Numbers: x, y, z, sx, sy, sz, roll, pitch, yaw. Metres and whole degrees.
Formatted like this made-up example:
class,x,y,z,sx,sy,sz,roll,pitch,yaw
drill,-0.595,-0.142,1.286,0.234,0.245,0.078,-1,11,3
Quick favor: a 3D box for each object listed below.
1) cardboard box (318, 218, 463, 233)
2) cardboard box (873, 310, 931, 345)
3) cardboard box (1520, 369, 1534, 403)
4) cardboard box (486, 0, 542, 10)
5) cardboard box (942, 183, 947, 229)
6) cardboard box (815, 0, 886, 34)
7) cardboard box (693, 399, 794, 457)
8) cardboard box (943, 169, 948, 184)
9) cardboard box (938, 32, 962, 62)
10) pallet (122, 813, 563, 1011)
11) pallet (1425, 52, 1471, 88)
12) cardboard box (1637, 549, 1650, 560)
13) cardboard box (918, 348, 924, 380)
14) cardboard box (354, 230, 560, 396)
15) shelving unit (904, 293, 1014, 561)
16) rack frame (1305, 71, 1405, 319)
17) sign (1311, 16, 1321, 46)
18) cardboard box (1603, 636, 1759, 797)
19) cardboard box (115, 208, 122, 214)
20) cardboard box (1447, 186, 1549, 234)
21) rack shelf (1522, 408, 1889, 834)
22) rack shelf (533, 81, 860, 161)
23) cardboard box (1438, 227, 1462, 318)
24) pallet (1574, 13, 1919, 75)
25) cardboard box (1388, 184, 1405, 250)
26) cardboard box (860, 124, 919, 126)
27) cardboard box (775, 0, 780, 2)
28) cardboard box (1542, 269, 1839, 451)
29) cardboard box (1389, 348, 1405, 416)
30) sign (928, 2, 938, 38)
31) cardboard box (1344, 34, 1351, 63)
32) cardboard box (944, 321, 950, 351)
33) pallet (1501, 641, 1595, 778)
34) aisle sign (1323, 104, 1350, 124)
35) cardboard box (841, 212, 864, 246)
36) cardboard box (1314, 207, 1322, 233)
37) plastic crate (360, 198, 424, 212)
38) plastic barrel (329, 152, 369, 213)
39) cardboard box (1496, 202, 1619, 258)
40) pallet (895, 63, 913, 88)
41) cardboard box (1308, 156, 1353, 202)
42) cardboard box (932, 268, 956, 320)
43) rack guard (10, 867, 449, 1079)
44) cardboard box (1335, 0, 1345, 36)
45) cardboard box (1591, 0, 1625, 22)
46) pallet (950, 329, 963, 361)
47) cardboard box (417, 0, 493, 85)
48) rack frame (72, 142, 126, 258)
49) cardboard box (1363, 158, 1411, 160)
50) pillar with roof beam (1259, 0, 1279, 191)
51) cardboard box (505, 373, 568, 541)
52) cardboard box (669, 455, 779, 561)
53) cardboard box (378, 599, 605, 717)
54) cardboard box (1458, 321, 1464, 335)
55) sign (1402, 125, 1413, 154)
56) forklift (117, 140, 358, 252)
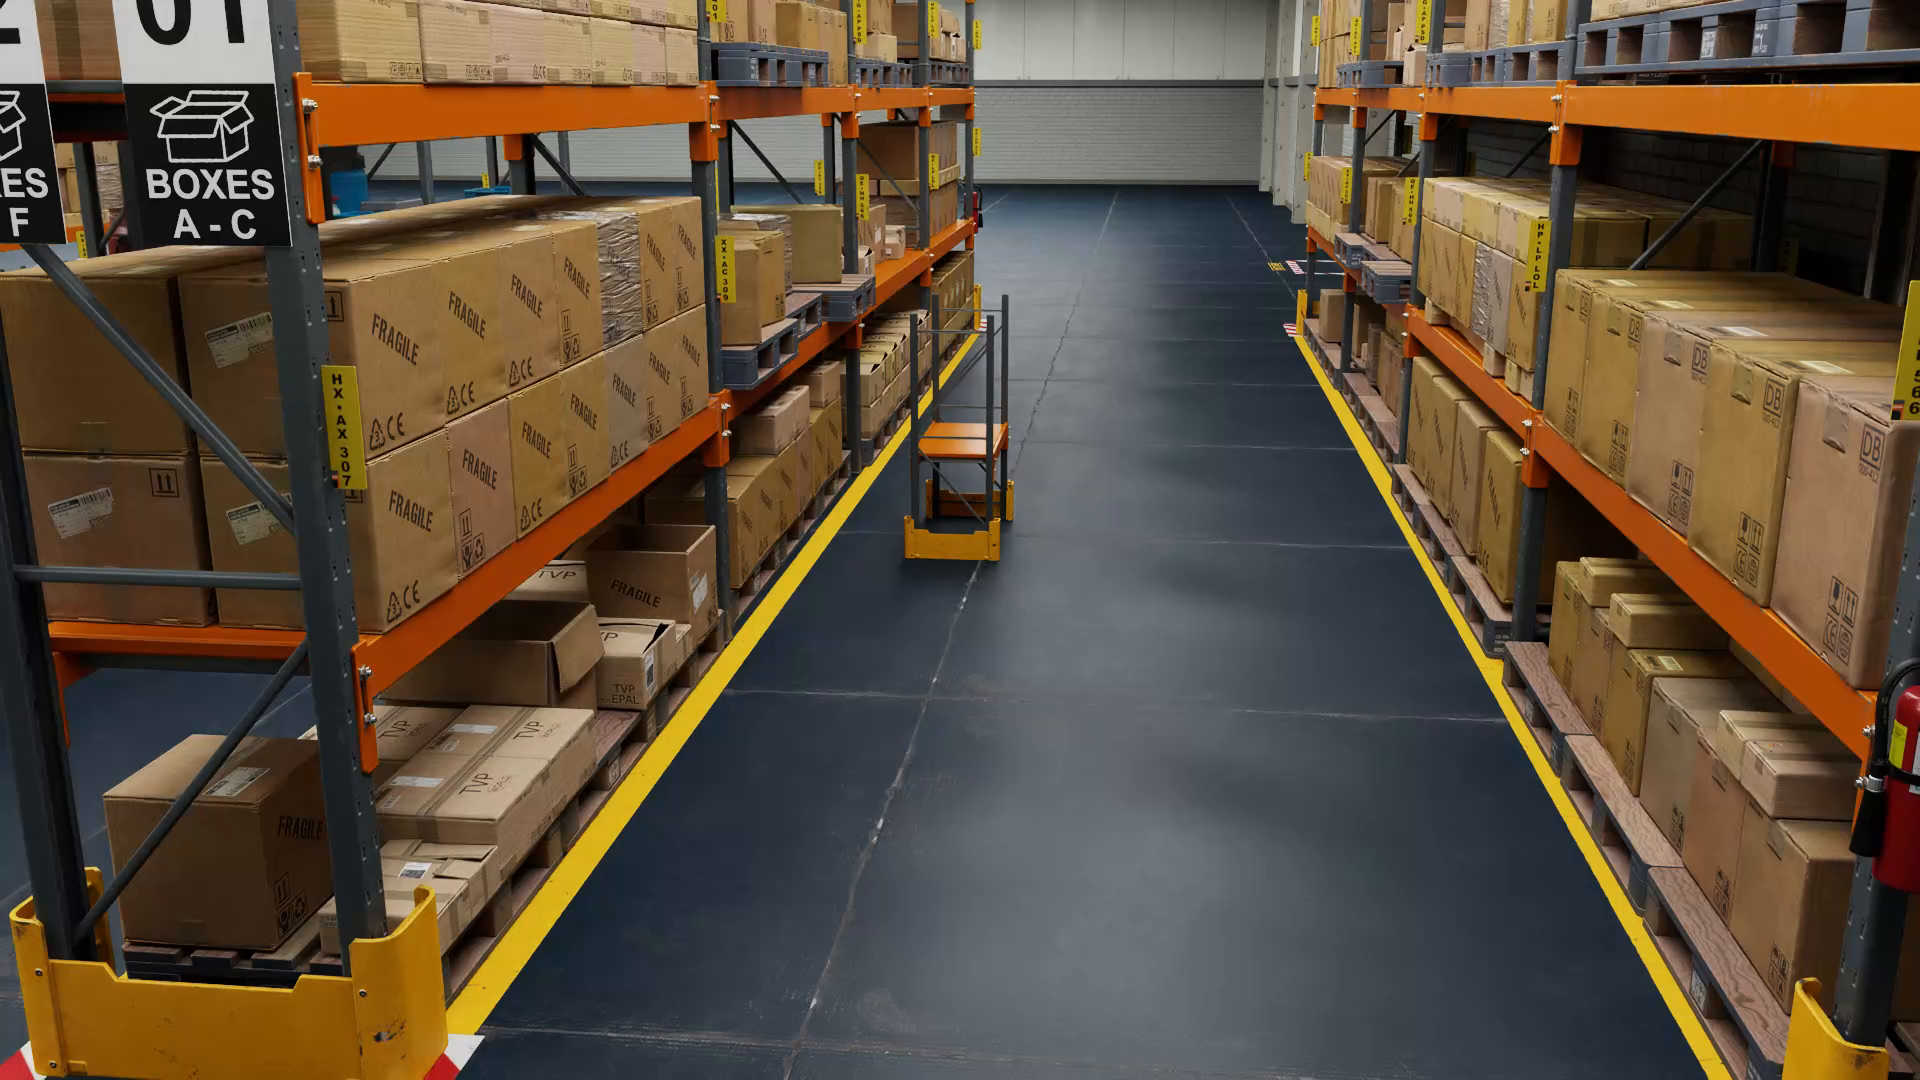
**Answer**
class,x,y,z,sx,sy,sz,roll,pitch,yaw
cardboard box,-2.203,-0.943,6.296,0.500,0.500,0.500,2,15,8
cardboard box,-0.555,-2.035,15.829,0.500,0.311,0.500,2,15,6
cardboard box,2.983,-0.767,8.194,0.380,0.149,0.250,2,15,7
cardboard box,-1.718,-1.892,5.494,0.500,0.250,0.500,2,15,6
cardboard box,-0.524,-3.702,18.415,0.700,0.500,0.500,2,15,7
cardboard box,-0.944,-4.635,14.357,0.500,0.500,0.500,3,15,12
cardboard box,-1.287,-0.673,9.912,0.500,0.250,0.500,2,15,6
cardboard box,-0.341,-3.960,18.127,0.380,0.149,0.250,2,15,8
cardboard box,-0.273,-5.264,17.735,0.500,0.311,0.500,4,16,13
pallet,-2.050,1.230,5.709,1.003,0.211,1.213,2,15,6
pallet,3.657,-3.008,10.655,1.213,0.211,1.003,2,15,9
cardboard box,3.253,0.068,7.406,0.380,0.149,0.250,2,15,6
cardboard box,-0.612,-1.630,15.408,0.500,0.250,0.500,1,15,5
cardboard box,-1.723,-0.793,5.743,0.500,0.500,0.500,2,15,7
shelving unit,0.009,-0.744,10.539,0.587,1.500,1.083,2,15,6
rack frame,4.580,-3.895,19.318,1.000,3.000,0.127,2,15,6
sign,4.041,-5.780,18.872,0.100,0.325,0.005,2,15,6
cardboard box,2.919,0.676,6.400,0.700,0.500,0.500,2,15,8
cardboard box,-10.131,-3.872,19.715,0.380,0.149,0.250,2,15,6
cardboard box,3.257,-2.004,10.090,0.500,0.250,0.500,2,15,7
rack shelf,3.000,0.084,5.984,1.077,0.370,4.000,2,15,6
rack shelf,-1.471,-2.547,9.965,1.077,0.370,4.000,2,15,6
cardboard box,3.243,-1.639,10.175,0.500,0.500,0.500,2,15,6
pallet,3.123,-1.976,6.645,1.003,0.211,1.213,2,15,6
cardboard box,3.924,-2.670,13.757,0.700,0.500,0.500,4,16,14
cardboard box,-0.694,-3.923,16.746,0.700,0.500,0.500,2,15,6
cardboard box,-1.416,-3.566,10.250,0.500,0.500,0.500,2,15,6
cardboard box,3.148,-0.787,7.251,0.980,0.700,0.700,2,15,7
cardboard box,3.908,-1.274,13.571,0.700,0.500,0.500,2,15,6
sign,-0.254,-4.838,15.468,0.100,0.325,0.005,2,15,6
cardboard box,4.010,-4.632,16.069,0.500,0.500,0.500,0,15,2
cardboard box,-0.379,-2.118,17.213,0.500,0.250,0.500,2,15,6
pallet,3.062,0.759,7.452,1.003,0.211,1.213,2,15,6
aisle sign,4.290,-5.177,19.081,0.394,0.787,0.004,2,15,6
cardboard box,-1.072,-2.449,13.779,0.500,0.500,0.500,1,15,3
cardboard box,4.101,-3.448,17.914,0.500,0.250,0.500,1,15,5
plastic crate,-5.466,-3.045,16.055,0.402,0.464,0.583,2,15,6
plastic barrel,-6.060,-3.300,16.158,0.600,0.901,0.708,2,15,6
cardboard box,3.092,-1.607,8.621,0.500,0.250,0.500,2,15,7
pallet,-0.881,-4.129,14.804,0.805,0.209,1.217,1,15,4
cardboard box,4.227,-4.079,18.812,0.500,0.500,0.500,2,15,6
cardboard box,-0.318,-2.610,17.594,0.500,0.500,0.500,2,15,6
rack guard,-2.139,1.297,4.907,1.175,0.500,0.348,2,15,6
cardboard box,4.015,-5.262,16.483,0.500,0.500,0.500,1,15,4
cardboard box,2.886,-2.237,6.734,0.500,0.250,0.500,2,15,6
pallet,-0.528,-2.178,18.313,1.003,0.211,1.213,2,15,6
cardboard box,-1.768,-1.520,5.079,0.500,0.250,0.500,2,15,6
rack frame,-6.167,-2.111,12.724,1.000,3.000,0.127,2,15,6
cardboard box,4.671,-3.935,18.280,0.500,0.500,0.500,2,15,7
pillar with roof beam,4.468,-14.491,47.014,9.100,9.000,0.400,2,15,6
cardboard box,-1.724,-0.309,5.868,0.500,0.500,0.500,2,15,6
cardboard box,-1.351,-0.190,9.564,0.500,0.500,0.500,2,15,7
cardboard box,-1.904,0.553,6.810,0.797,0.503,0.637,2,15,6
cardboard box,3.332,-1.362,10.394,0.380,0.149,0.250,2,15,7
sign,5.129,-4.584,19.046,0.100,0.325,0.005,2,15,6
forklift,-4.171,-1.315,9.911,1.130,2.935,3.031,-1,15,-4
